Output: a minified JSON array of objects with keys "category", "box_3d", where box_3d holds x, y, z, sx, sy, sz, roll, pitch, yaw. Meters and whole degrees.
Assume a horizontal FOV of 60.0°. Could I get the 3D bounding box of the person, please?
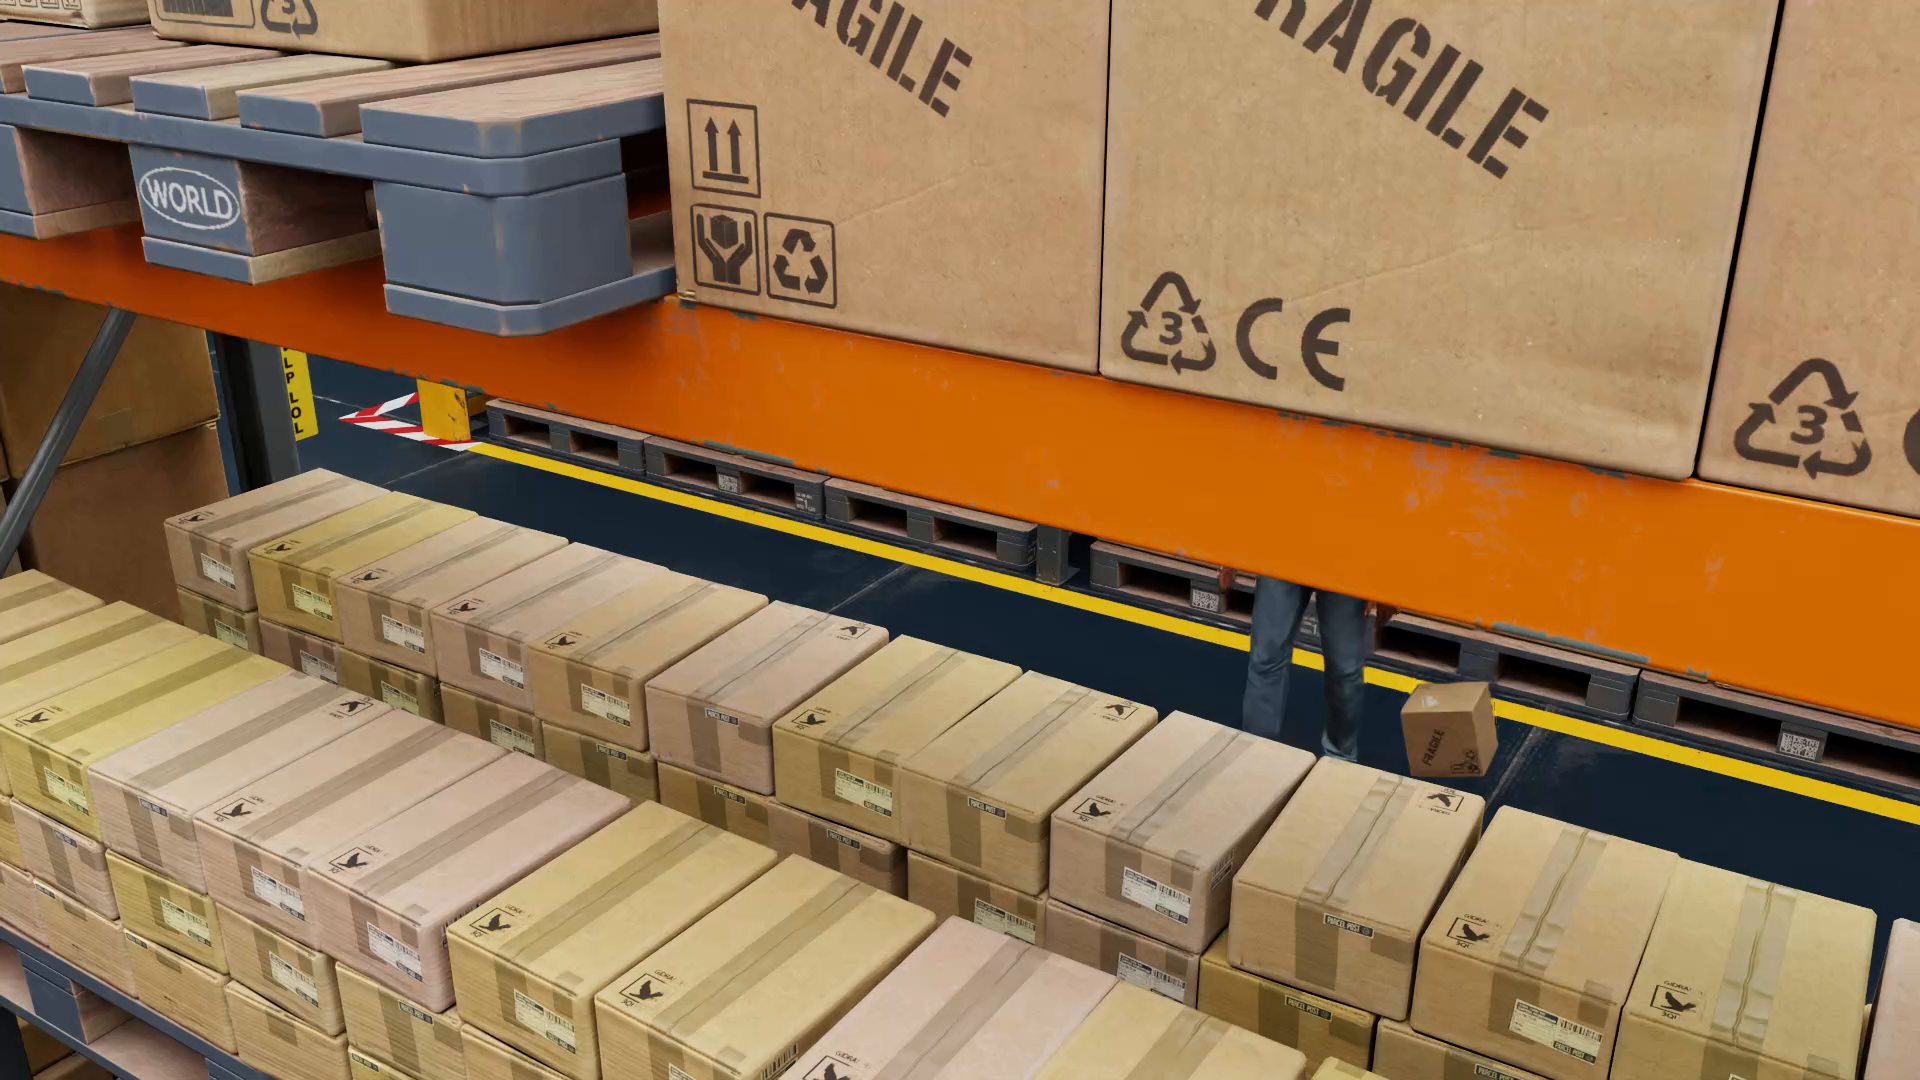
[{"category":"person","box_3d":[1.211,0.104,5.757,0.632,1.765,0.549,13,26,29]}]
